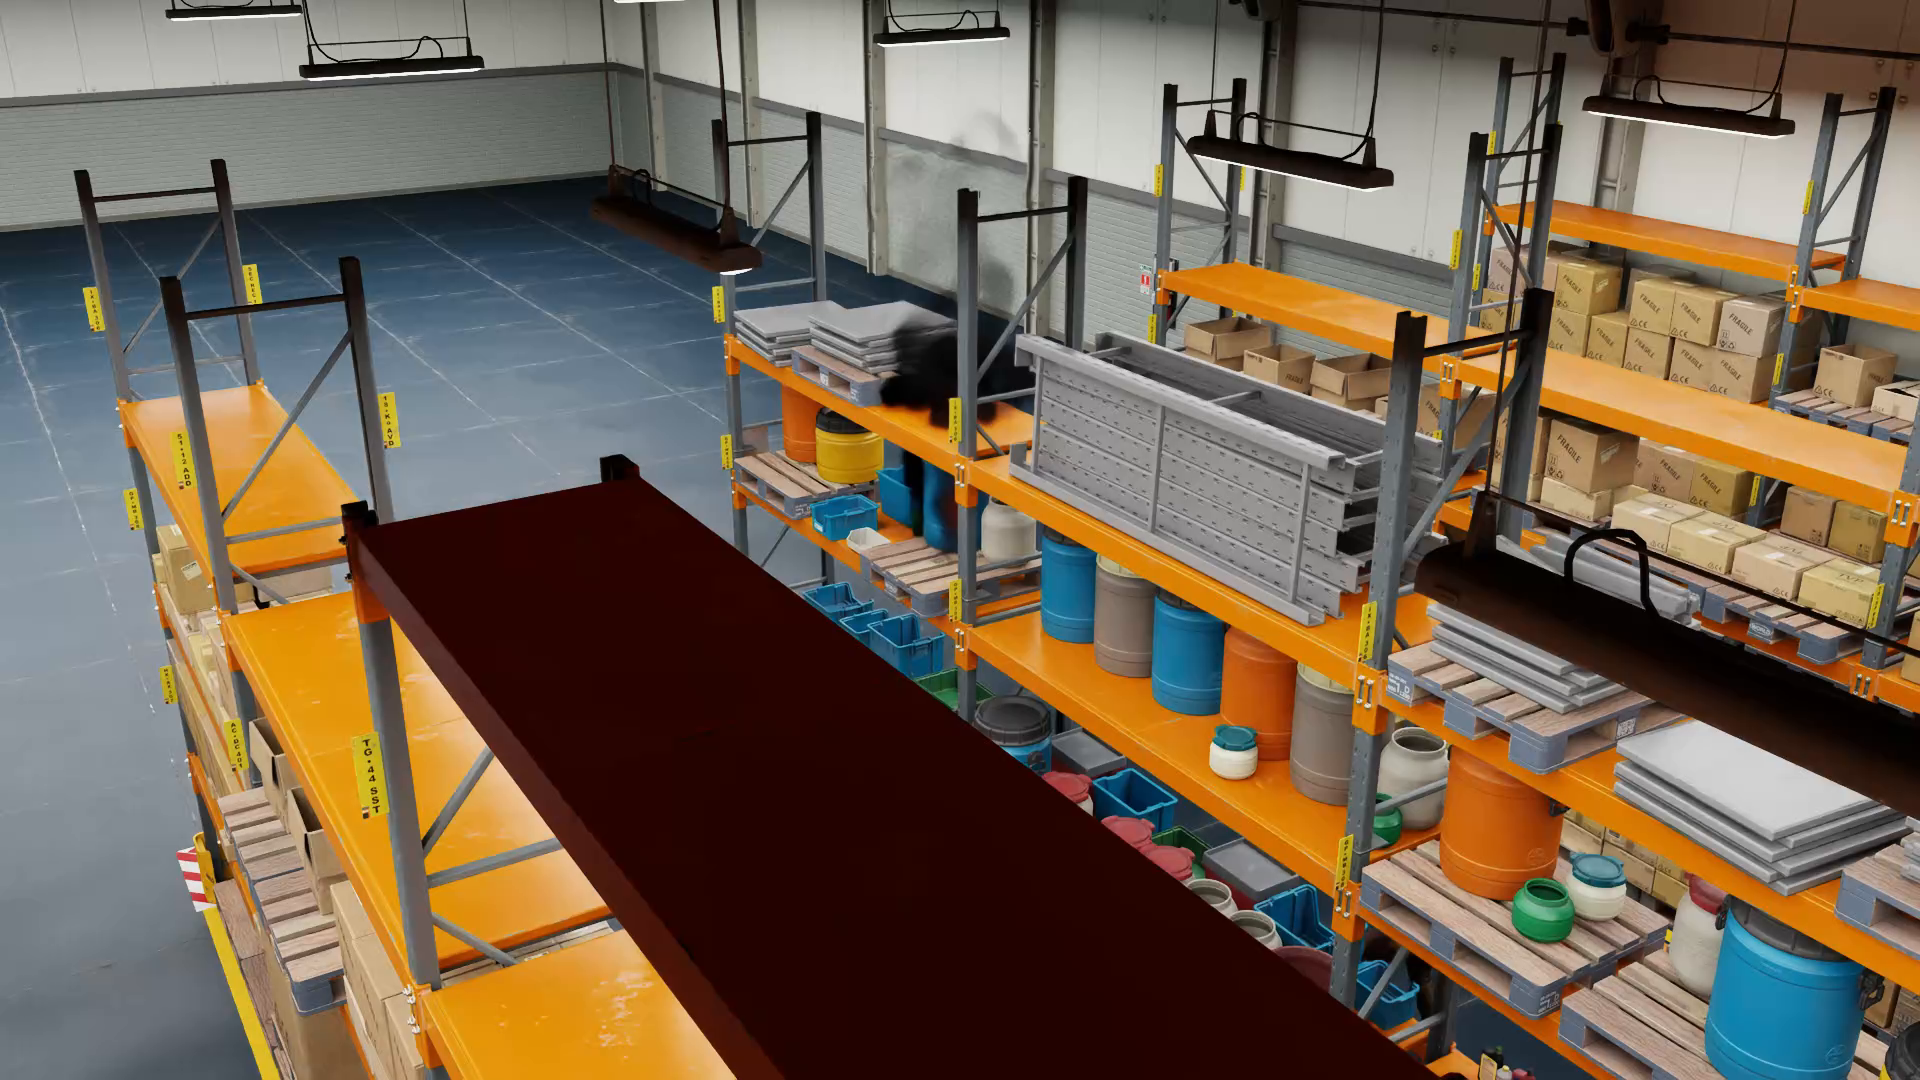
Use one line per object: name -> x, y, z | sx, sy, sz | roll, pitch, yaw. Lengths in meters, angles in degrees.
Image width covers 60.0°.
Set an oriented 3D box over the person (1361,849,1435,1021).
person -> 3.233, 2.843, 11.941 | 0.708, 1.857, 0.838 | -13, 25, -30
